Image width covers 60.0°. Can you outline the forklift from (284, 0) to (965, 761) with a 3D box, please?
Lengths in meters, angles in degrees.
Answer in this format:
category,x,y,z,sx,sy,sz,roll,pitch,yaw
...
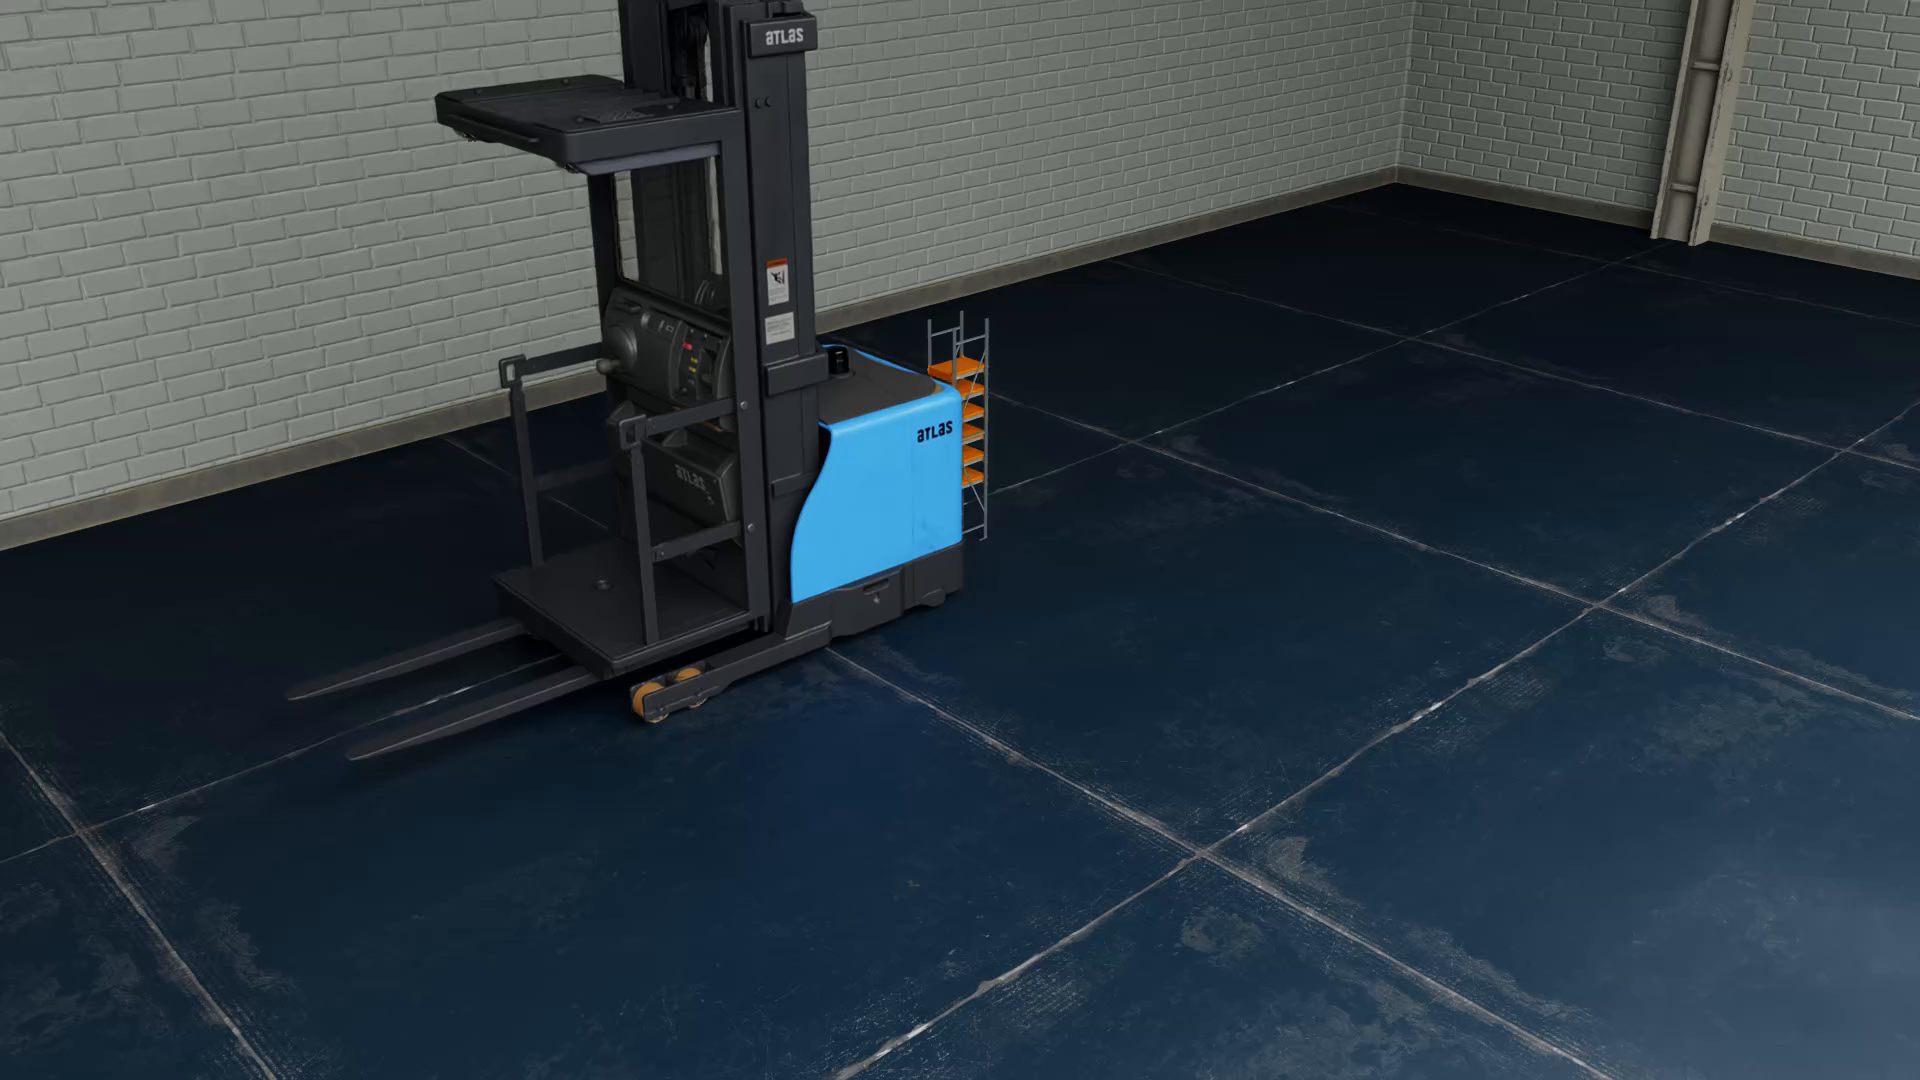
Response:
category,x,y,z,sx,sy,sz,roll,pitch,yaw
forklift,-1.417,-0.805,6.982,3.031,2.935,1.130,-20,31,-37

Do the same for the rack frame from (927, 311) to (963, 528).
category,x,y,z,sx,sy,sz,roll,pitch,yaw
rack frame,-0.072,-0.578,8.571,0.240,1.200,0.006,-21,32,-38

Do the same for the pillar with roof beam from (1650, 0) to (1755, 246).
category,x,y,z,sx,sy,sz,roll,pitch,yaw
pillar with roof beam,3.137,-5.501,9.967,9.100,9.000,0.400,-21,32,-38

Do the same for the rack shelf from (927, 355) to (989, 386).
category,x,y,z,sx,sy,sz,roll,pitch,yaw
rack shelf,-0.010,-0.837,8.380,0.258,0.103,0.180,-21,32,-38

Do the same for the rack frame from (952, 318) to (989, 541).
category,x,y,z,sx,sy,sz,roll,pitch,yaw
rack frame,0.053,-0.523,8.450,0.240,1.200,0.006,-21,32,-38

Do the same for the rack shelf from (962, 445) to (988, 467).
category,x,y,z,sx,sy,sz,roll,pitch,yaw
rack shelf,-0.010,-0.401,8.579,0.258,0.103,0.180,-21,32,-38

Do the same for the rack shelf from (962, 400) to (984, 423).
category,x,y,z,sx,sy,sz,roll,pitch,yaw
rack shelf,-0.010,-0.619,8.479,0.258,0.103,0.180,-21,32,-38

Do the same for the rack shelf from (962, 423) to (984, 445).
category,x,y,z,sx,sy,sz,roll,pitch,yaw
rack shelf,-0.010,-0.510,8.529,0.258,0.103,0.180,-21,32,-38

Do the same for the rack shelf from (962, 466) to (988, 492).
category,x,y,z,sx,sy,sz,roll,pitch,yaw
rack shelf,-0.010,-0.291,8.629,0.258,0.103,0.180,-21,32,-38

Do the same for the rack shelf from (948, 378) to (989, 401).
category,x,y,z,sx,sy,sz,roll,pitch,yaw
rack shelf,-0.010,-0.728,8.429,0.258,0.103,0.180,-21,32,-38

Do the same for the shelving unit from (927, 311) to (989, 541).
category,x,y,z,sx,sy,sz,roll,pitch,yaw
shelving unit,-0.010,-0.550,8.511,0.258,1.200,0.189,-21,32,-38
